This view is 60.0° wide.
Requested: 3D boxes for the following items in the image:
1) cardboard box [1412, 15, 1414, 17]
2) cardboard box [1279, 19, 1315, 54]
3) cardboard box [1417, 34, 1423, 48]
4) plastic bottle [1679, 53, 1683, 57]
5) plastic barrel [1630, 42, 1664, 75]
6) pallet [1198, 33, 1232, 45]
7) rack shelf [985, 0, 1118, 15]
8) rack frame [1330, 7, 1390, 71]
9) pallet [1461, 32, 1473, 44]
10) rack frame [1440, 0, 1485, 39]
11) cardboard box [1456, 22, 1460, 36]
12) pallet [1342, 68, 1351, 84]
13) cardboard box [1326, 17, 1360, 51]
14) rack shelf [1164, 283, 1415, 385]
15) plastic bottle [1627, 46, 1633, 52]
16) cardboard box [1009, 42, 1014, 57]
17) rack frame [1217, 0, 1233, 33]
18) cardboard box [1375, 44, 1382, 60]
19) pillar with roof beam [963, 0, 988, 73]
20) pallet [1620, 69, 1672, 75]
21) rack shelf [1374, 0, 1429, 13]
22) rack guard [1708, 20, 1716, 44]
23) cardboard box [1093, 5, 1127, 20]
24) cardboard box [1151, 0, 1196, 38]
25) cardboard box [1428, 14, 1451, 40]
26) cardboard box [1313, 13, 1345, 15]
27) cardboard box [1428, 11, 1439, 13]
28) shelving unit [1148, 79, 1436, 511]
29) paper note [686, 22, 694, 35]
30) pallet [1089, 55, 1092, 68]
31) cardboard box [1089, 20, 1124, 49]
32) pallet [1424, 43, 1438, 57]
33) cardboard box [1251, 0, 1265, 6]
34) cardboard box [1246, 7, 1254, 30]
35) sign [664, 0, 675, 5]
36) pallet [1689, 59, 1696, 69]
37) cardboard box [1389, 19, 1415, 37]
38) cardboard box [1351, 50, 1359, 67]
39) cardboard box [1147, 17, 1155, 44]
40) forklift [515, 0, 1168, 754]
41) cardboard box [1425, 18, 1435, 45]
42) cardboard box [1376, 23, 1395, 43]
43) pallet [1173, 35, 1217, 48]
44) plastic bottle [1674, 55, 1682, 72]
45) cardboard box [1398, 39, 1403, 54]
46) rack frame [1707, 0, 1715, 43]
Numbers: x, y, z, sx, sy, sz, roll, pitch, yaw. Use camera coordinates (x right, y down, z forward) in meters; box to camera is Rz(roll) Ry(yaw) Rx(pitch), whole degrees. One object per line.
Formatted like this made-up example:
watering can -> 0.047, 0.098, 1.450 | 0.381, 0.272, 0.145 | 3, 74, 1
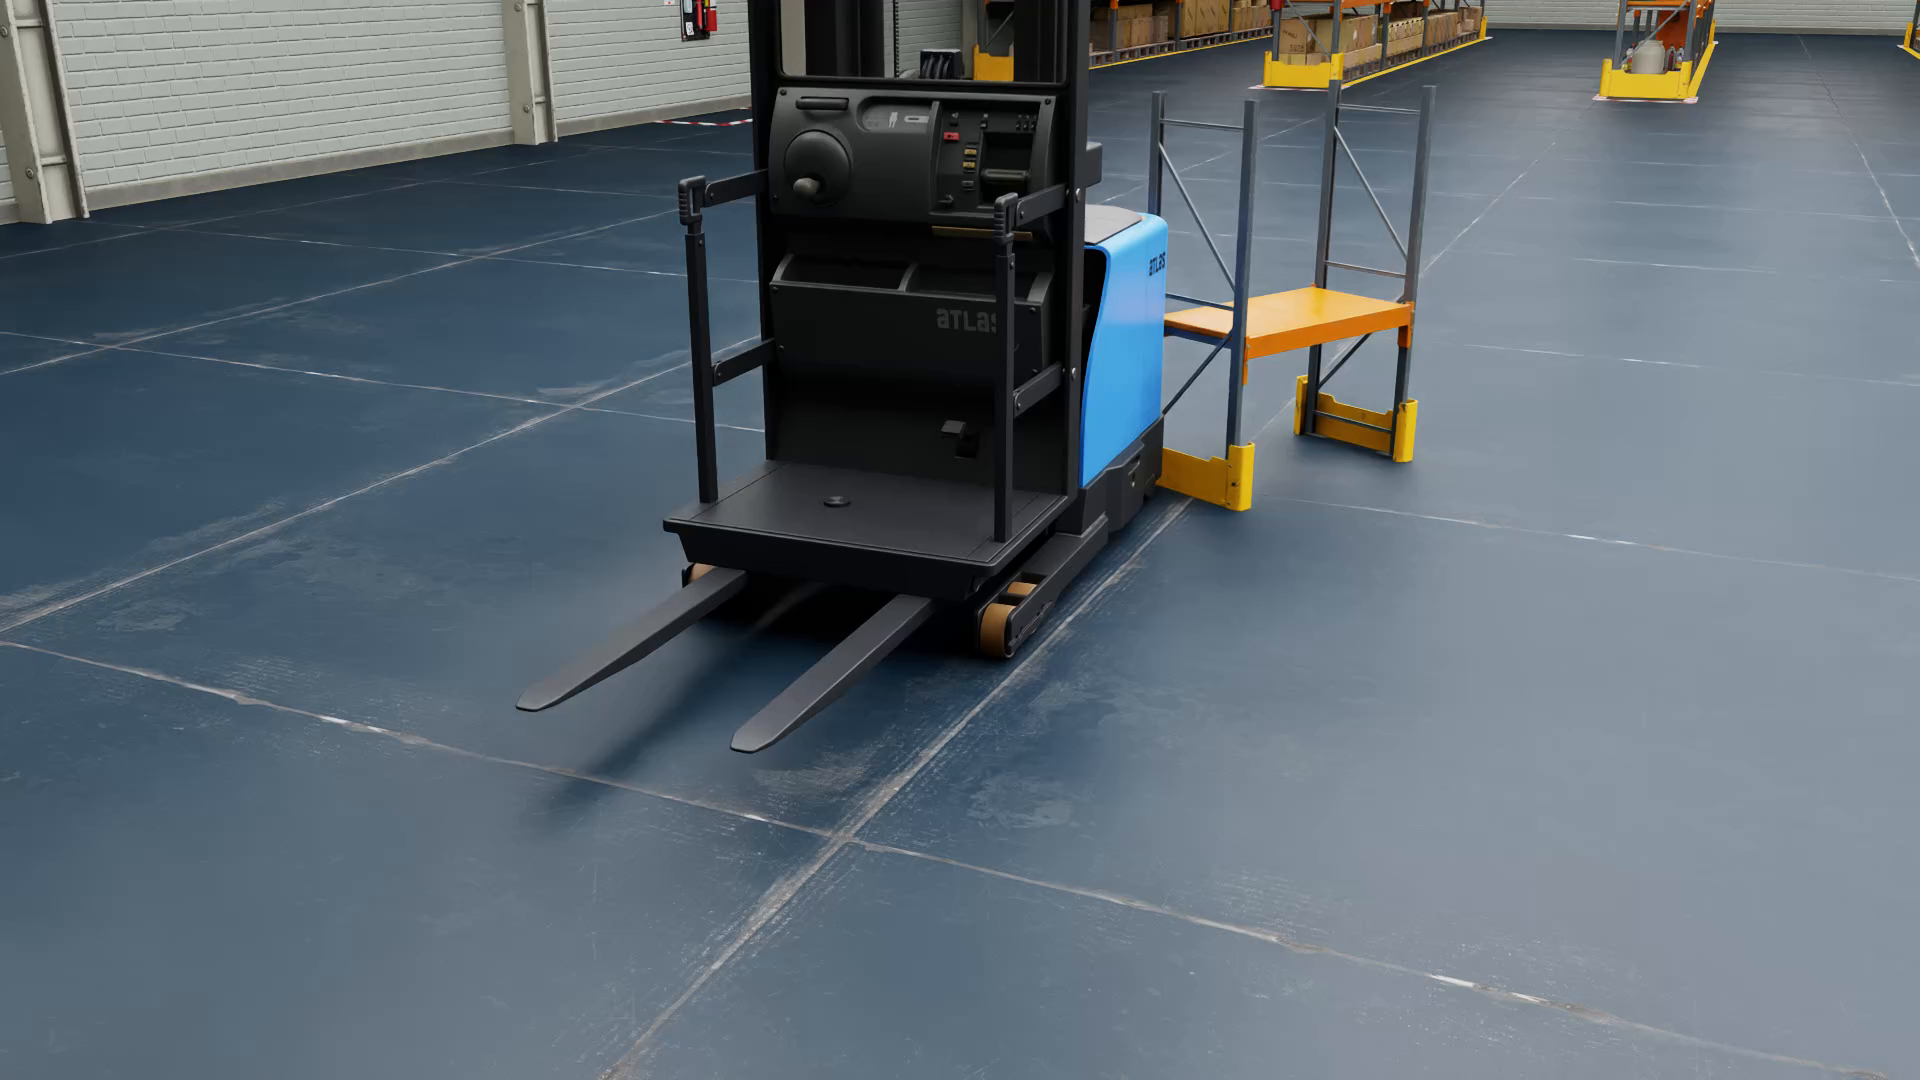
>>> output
cardboard box -> 8.945, -10.375, 33.740 | 0.500, 0.500, 0.500 | 8, 21, 21
cardboard box -> 5.236, -7.884, 26.020 | 0.500, 0.500, 0.500 | 9, 21, 23
cardboard box -> 8.571, -9.578, 31.900 | 0.500, 0.250, 0.500 | 9, 22, 24
plastic bottle -> 11.014, -7.312, 25.467 | 0.097, 0.271, 0.097 | 0, 20, 0
plastic barrel -> 10.005, -6.980, 24.207 | 0.421, 0.512, 0.421 | 0, 20, 0
pallet -> 5.434, -11.211, 37.177 | 1.003, 0.211, 1.213 | 9, 21, 23
rack shelf -> 1.586, -9.375, 28.927 | 1.077, 0.370, 4.000 | 9, 21, 23
rack frame -> 6.926, -9.647, 28.617 | 1.000, 3.000, 0.127 | 9, 21, 23
pallet -> 10.982, -11.362, 37.604 | 1.003, 0.211, 1.213 | 9, 21, 23
rack frame -> 11.840, -13.315, 38.932 | 1.000, 3.000, 0.127 | 9, 21, 23
cardboard box -> 10.571, -11.131, 36.148 | 0.500, 0.311, 0.500 | 9, 21, 23
pallet -> 5.563, -7.350, 26.320 | 1.003, 0.211, 1.213 | 9, 21, 23
cardboard box -> 6.107, -8.121, 26.684 | 0.500, 0.500, 0.500 | 9, 21, 23
rack shelf -> 1.276, -0.832, 6.606 | 1.000, 0.185, 0.538 | -15, 25, -36
plastic bottle -> 10.407, -7.491, 25.852 | 0.144, 0.351, 0.185 | 10, 22, 25
cardboard box -> 1.133, -8.242, 28.024 | 0.500, 0.311, 0.500 | 6, 20, 17
rack frame -> 5.681, -12.771, 37.402 | 1.000, 3.000, 0.127 | 9, 21, 23
cardboard box -> 6.935, -8.377, 28.525 | 0.500, 0.250, 0.500 | 9, 21, 23
pillar with roof beam -> 4.192, -11.671, 25.356 | 9.100, 9.000, 0.400 | 9, 21, 23
pallet -> 10.632, -7.078, 25.557 | 1.003, 0.211, 1.213 | 9, 21, 23
rack shelf -> 7.745, -9.919, 30.457 | 1.077, 0.370, 4.000 | 9, 21, 23
rack guard -> 16.355, -11.466, 37.463 | 1.175, 0.500, 0.348 | 9, 21, 23
cardboard box -> 2.869, -10.071, 31.764 | 0.500, 0.250, 0.500 | 8, 21, 22
cardboard box -> 4.464, -10.940, 34.835 | 0.750, 0.750, 0.750 | 8, 21, 22
cardboard box -> 9.846, -10.628, 34.452 | 0.500, 0.500, 0.500 | 9, 21, 23
cardboard box -> 6.253, -8.650, 28.172 | 0.500, 0.500, 0.500 | 9, 21, 23
cardboard box -> 10.176, -11.335, 36.438 | 0.500, 0.500, 0.500 | 9, 21, 23
shelving unit -> 1.283, -1.003, 6.551 | 1.083, 1.500, 0.587 | -15, 25, -36
paper note -> -3.374, -6.391, 20.778 | 0.016, 0.148, 0.142 | 9, 21, 23
pallet -> 1.664, -8.427, 29.349 | 1.003, 0.211, 1.213 | 9, 21, 23
cardboard box -> 2.691, -9.582, 31.510 | 0.700, 0.500, 0.500 | 9, 22, 25
pallet -> 8.904, -9.779, 33.150 | 1.003, 0.211, 1.213 | 9, 21, 23
cardboard box -> 7.133, -12.949, 40.039 | 0.380, 0.149, 0.250 | 9, 22, 24
cardboard box -> 6.502, -12.315, 39.225 | 0.700, 0.500, 0.500 | 9, 22, 24
sign -> -3.560, -6.713, 20.314 | 0.001, 0.329, 0.234 | 9, 21, 23
pallet -> 12.228, -8.272, 28.913 | 1.003, 0.211, 1.213 | 9, 21, 23
cardboard box -> 8.158, -9.528, 30.925 | 0.500, 0.311, 0.500 | 8, 21, 22
cardboard box -> 6.117, -7.766, 26.806 | 0.500, 0.250, 0.500 | 9, 21, 23
cardboard box -> 3.479, -10.209, 33.272 | 0.700, 0.500, 0.500 | 9, 21, 23
forklift -> -0.235, -1.185, 4.928 | 1.130, 2.935, 3.031 | 8, 21, 21
cardboard box -> 9.011, -9.999, 32.682 | 0.500, 0.500, 0.500 | 10, 22, 25
cardboard box -> 7.323, -8.905, 29.173 | 0.500, 0.311, 0.500 | 9, 21, 23
pallet -> 4.936, -10.836, 36.125 | 1.003, 0.211, 1.213 | 9, 21, 23
plastic bottle -> 10.832, -7.176, 25.087 | 0.097, 0.271, 0.097 | 0, 20, 0
cardboard box -> 7.737, -8.953, 30.144 | 0.500, 0.250, 0.500 | 8, 21, 21
rack frame -> 16.357, -12.634, 37.018 | 1.000, 3.000, 0.127 | 9, 21, 23
